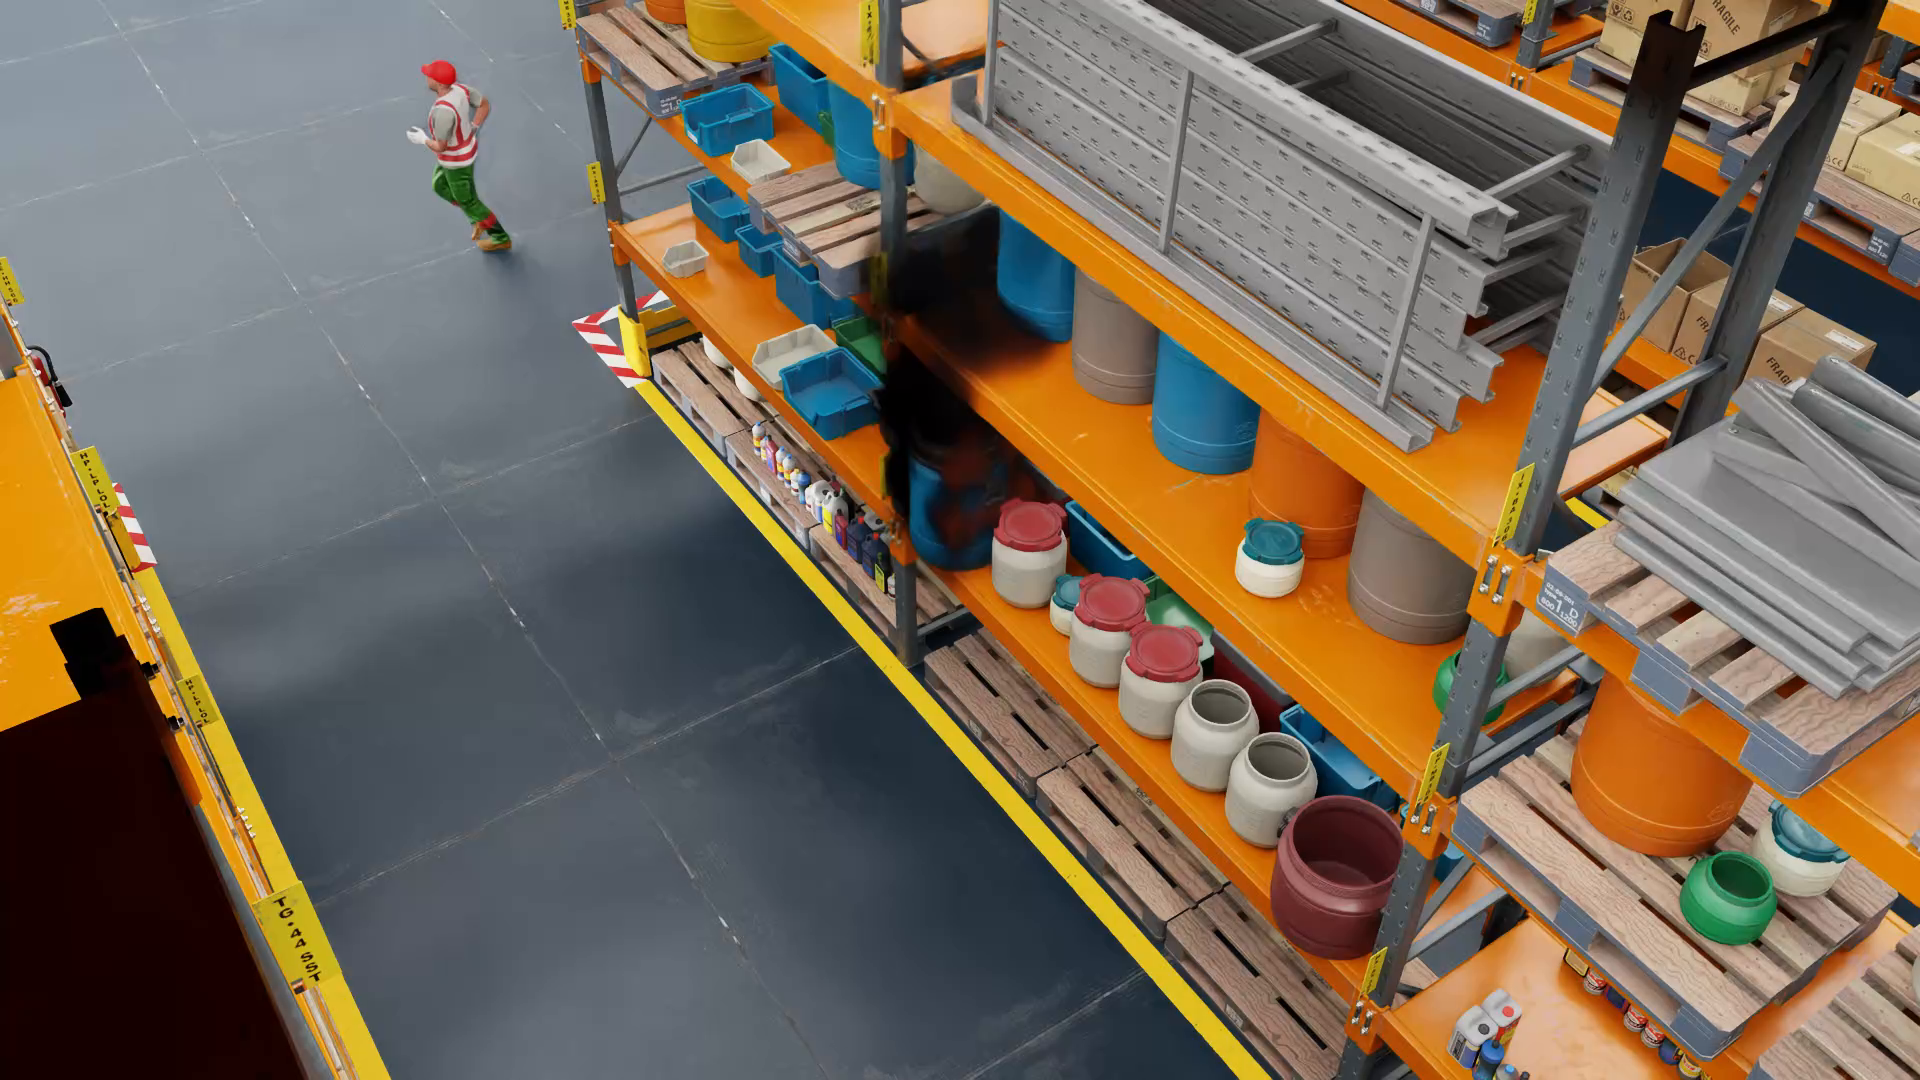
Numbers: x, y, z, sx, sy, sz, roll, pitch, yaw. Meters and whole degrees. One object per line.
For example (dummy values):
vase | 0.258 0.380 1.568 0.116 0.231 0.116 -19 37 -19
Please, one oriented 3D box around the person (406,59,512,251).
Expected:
person | -4.235 -3.203 13.918 0.670 1.761 0.637 -1 43 -1
